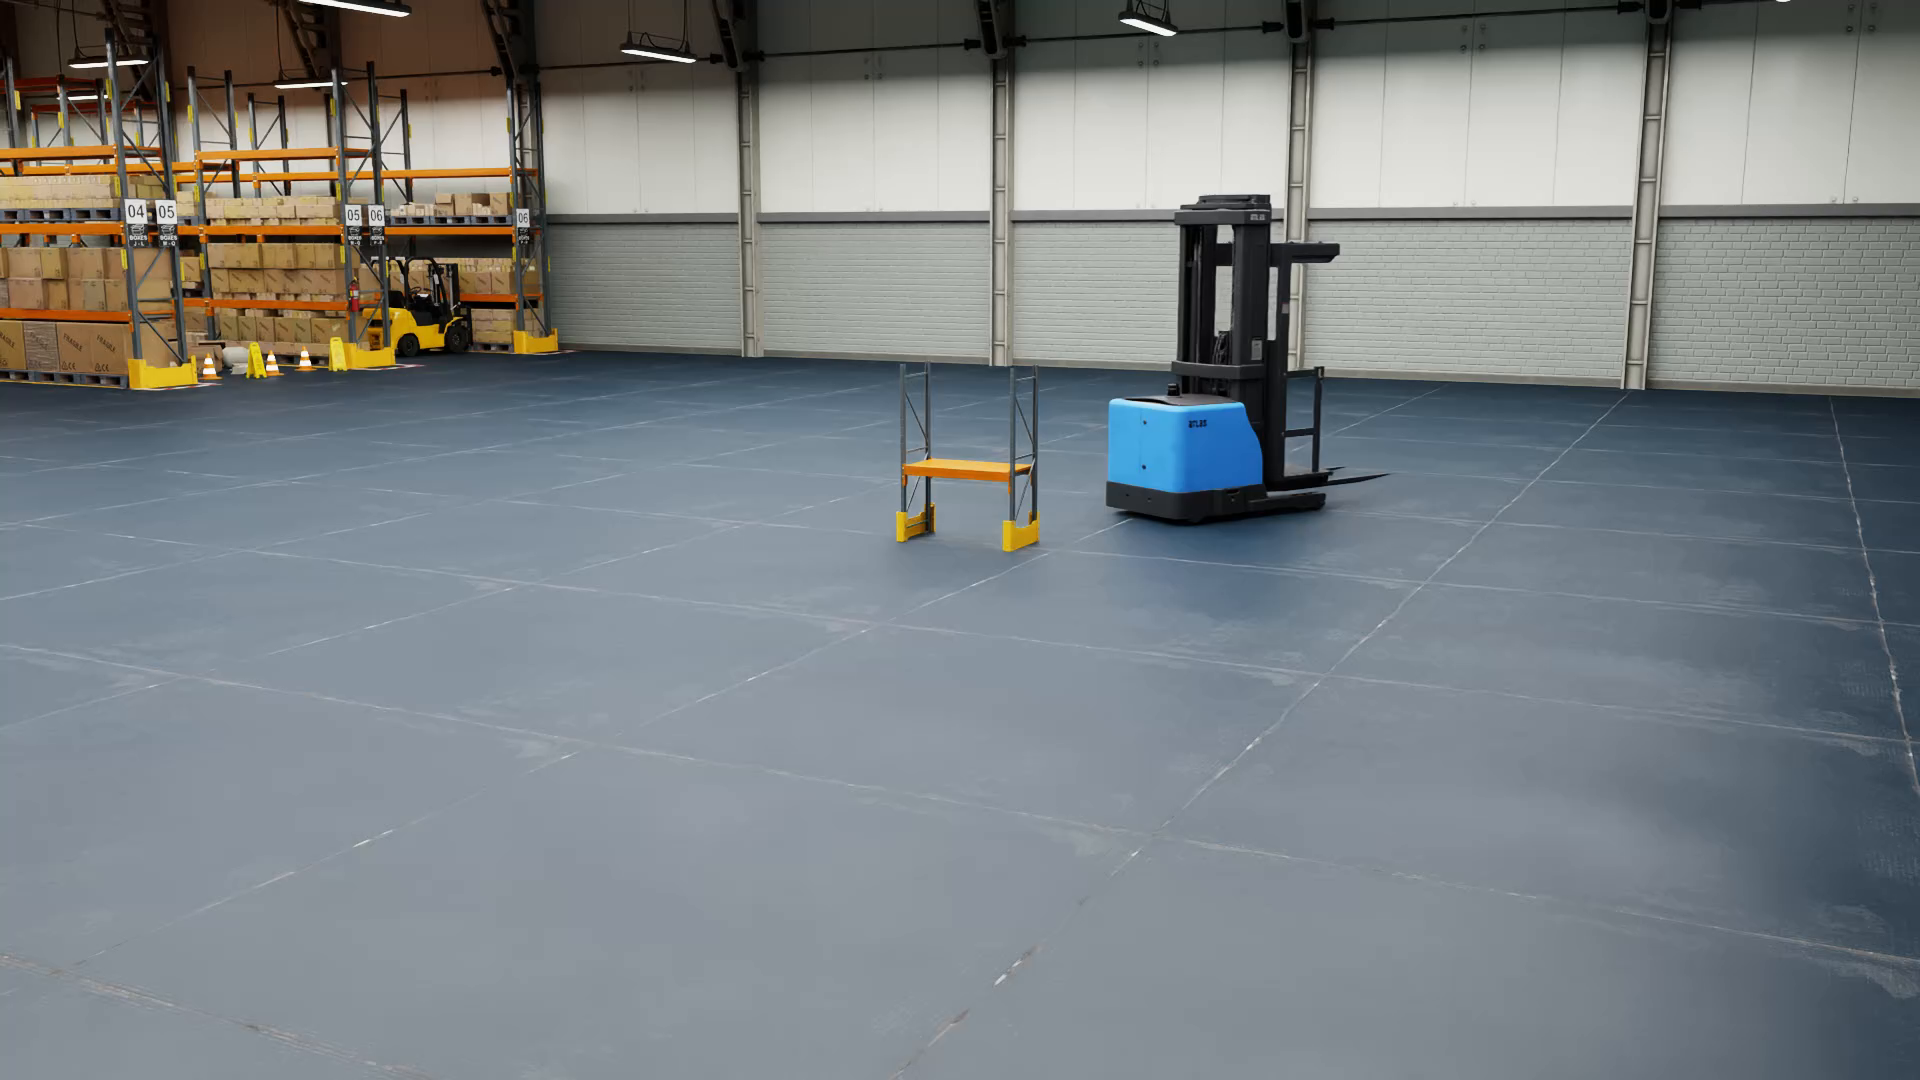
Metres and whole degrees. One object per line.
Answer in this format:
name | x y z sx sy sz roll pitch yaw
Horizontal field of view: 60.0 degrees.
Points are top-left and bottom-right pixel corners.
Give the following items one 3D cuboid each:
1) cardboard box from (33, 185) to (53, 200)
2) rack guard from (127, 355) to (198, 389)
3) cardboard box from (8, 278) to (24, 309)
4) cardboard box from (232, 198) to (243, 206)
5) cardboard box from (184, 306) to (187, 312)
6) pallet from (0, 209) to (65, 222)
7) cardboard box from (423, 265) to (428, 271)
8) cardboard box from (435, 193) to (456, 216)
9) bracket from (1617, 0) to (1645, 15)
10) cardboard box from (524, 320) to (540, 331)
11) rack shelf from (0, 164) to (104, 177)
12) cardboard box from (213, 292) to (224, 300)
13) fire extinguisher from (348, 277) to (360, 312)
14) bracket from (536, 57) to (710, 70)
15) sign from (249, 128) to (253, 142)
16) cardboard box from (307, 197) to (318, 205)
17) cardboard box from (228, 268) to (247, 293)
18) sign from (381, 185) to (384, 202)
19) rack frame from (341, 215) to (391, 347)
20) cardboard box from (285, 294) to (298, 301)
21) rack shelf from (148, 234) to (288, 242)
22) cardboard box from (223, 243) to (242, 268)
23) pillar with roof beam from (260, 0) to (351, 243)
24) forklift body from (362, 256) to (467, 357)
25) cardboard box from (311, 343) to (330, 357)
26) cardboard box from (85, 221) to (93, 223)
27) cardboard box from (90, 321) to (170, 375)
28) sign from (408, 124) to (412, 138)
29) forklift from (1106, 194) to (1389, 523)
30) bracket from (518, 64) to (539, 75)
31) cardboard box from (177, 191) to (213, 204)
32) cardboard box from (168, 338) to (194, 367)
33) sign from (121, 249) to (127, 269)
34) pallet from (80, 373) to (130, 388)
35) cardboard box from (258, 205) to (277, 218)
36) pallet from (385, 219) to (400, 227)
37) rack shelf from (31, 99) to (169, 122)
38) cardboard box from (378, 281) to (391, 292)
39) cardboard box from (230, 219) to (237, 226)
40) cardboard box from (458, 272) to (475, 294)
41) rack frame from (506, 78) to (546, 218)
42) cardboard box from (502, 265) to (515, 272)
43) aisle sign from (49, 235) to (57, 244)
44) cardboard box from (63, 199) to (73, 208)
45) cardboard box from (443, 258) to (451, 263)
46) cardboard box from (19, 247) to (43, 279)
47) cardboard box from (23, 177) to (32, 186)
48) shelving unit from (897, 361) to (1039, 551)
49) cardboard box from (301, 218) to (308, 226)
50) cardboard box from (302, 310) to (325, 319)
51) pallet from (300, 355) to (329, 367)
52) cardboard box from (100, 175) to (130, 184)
cardboard box | -15.902 -6.103 29.232 0.500 0.250 0.500 5 11 26
rack guard | -13.968 -2.954 29.146 0.348 0.500 1.175 5 11 26
cardboard box | -16.737 -4.508 30.292 0.550 0.550 0.875 5 11 26
cardboard box | -14.636 -6.904 33.998 0.250 0.149 0.380 5 11 25
cardboard box | -19.736 -5.920 42.535 0.250 0.149 0.380 4 11 23
pallet | -16.847 -5.867 30.051 1.213 0.211 1.003 5 11 26
cardboard box | -12.212 -6.305 38.543 0.250 0.149 0.380 5 11 25
cardboard box | -11.583 -7.705 38.205 0.637 0.503 0.797 5 12 28
bracket | 11.071 -8.784 27.389 0.430 0.232 0.235 5 11 26
cardboard box | -10.026 -4.947 38.279 0.500 0.250 0.500 5 12 27
rack shelf | -20.857 -8.173 37.265 4.000 0.370 1.077 5 11 26
cardboard box | -15.336 -5.100 34.690 0.250 0.149 0.380 5 11 26
fire extinguisher | -11.991 -4.863 32.896 0.183 0.674 0.296 5 11 26
bracket | -7.381 -10.405 36.348 4.783 0.066 0.076 5 11 26
sign | -17.102 -9.771 40.103 0.005 0.325 0.100 5 11 26
cardboard box | -12.775 -6.752 33.158 0.250 0.149 0.380 5 11 25
cardboard box | -14.745 -5.380 34.417 0.500 0.500 0.500 5 11 26
sign | -11.650 -6.977 33.480 0.005 0.325 0.100 5 11 26
rack frame | -11.889 -4.984 33.346 0.127 3.000 1.000 5 11 26
cardboard box | -13.497 -4.945 33.837 0.250 0.149 0.380 5 11 25
rack shelf | -18.664 -7.687 41.879 4.000 0.370 1.077 5 11 26
cardboard box | -14.730 -5.874 34.338 0.500 0.500 0.700 5 11 26
pillar with roof beam | -17.208 -8.713 37.105 0.548 9.000 9.100 5 11 26
forklift body | -12.204 -5.217 37.019 1.214 2.155 2.313 5 11 26
cardboard box | -12.755 -3.860 33.678 0.500 0.250 0.500 5 11 26
cardboard box | -18.856 -6.915 36.297 0.250 0.149 0.380 5 11 26
cardboard box | -14.626 -3.389 29.323 0.875 0.875 0.875 5 11 26
sign | -13.016 -9.669 39.317 0.005 0.325 0.100 5 11 26
forklift | 2.867 -1.778 15.822 3.031 2.935 1.130 -7 13 -35
bracket | -9.707 -10.610 37.477 0.430 0.232 0.235 5 11 26
cardboard box | -16.053 -7.179 34.892 0.500 0.250 0.500 5 12 27
cardboard box | -15.427 -3.629 32.487 0.503 0.637 0.797 5 11 26
sign | -14.242 -4.786 28.337 0.005 0.325 0.100 5 11 26
pallet | -14.741 -2.864 29.461 1.213 0.211 1.003 5 11 26
cardboard box | -13.839 -6.649 33.710 0.500 0.250 0.500 5 11 26
pallet | -14.080 -7.542 39.592 1.217 0.209 0.805 5 11 24
rack shelf | -22.252 -11.114 43.057 4.000 0.370 1.077 5 11 26
cardboard box | -13.851 -6.016 39.471 0.500 0.250 0.500 5 12 27
cardboard box | -14.824 -6.556 34.317 0.250 0.149 0.380 5 11 26
cardboard box | -11.175 -5.906 38.158 0.500 0.500 0.500 5 11 25
rack frame | -9.697 -8.729 37.193 0.127 3.000 1.000 5 11 26
cardboard box | -10.131 -6.128 37.565 0.250 0.149 0.380 5 11 27
aisle sign | -24.236 -8.276 44.233 0.004 0.787 0.394 5 11 26
cardboard box | -15.350 -5.846 28.932 0.250 0.149 0.380 5 11 25
cardboard box | -11.707 -6.429 38.392 0.250 0.149 0.380 5 11 26
cardboard box | -16.292 -4.982 29.882 0.550 0.550 0.875 5 11 26
cardboard box | -16.258 -6.318 29.302 0.250 0.149 0.380 5 11 26
shelving unit | 0.068 -0.732 14.063 1.083 1.500 0.587 5 11 26
cardboard box | -12.992 -6.391 33.404 0.250 0.149 0.380 5 11 26
cardboard box | -13.082 -4.566 33.648 0.250 0.149 0.380 5 12 27
pallet | -12.671 -3.688 34.012 1.213 0.211 1.003 5 11 26
cardboard box | -14.441 -6.158 28.419 0.250 0.149 0.380 5 11 26
